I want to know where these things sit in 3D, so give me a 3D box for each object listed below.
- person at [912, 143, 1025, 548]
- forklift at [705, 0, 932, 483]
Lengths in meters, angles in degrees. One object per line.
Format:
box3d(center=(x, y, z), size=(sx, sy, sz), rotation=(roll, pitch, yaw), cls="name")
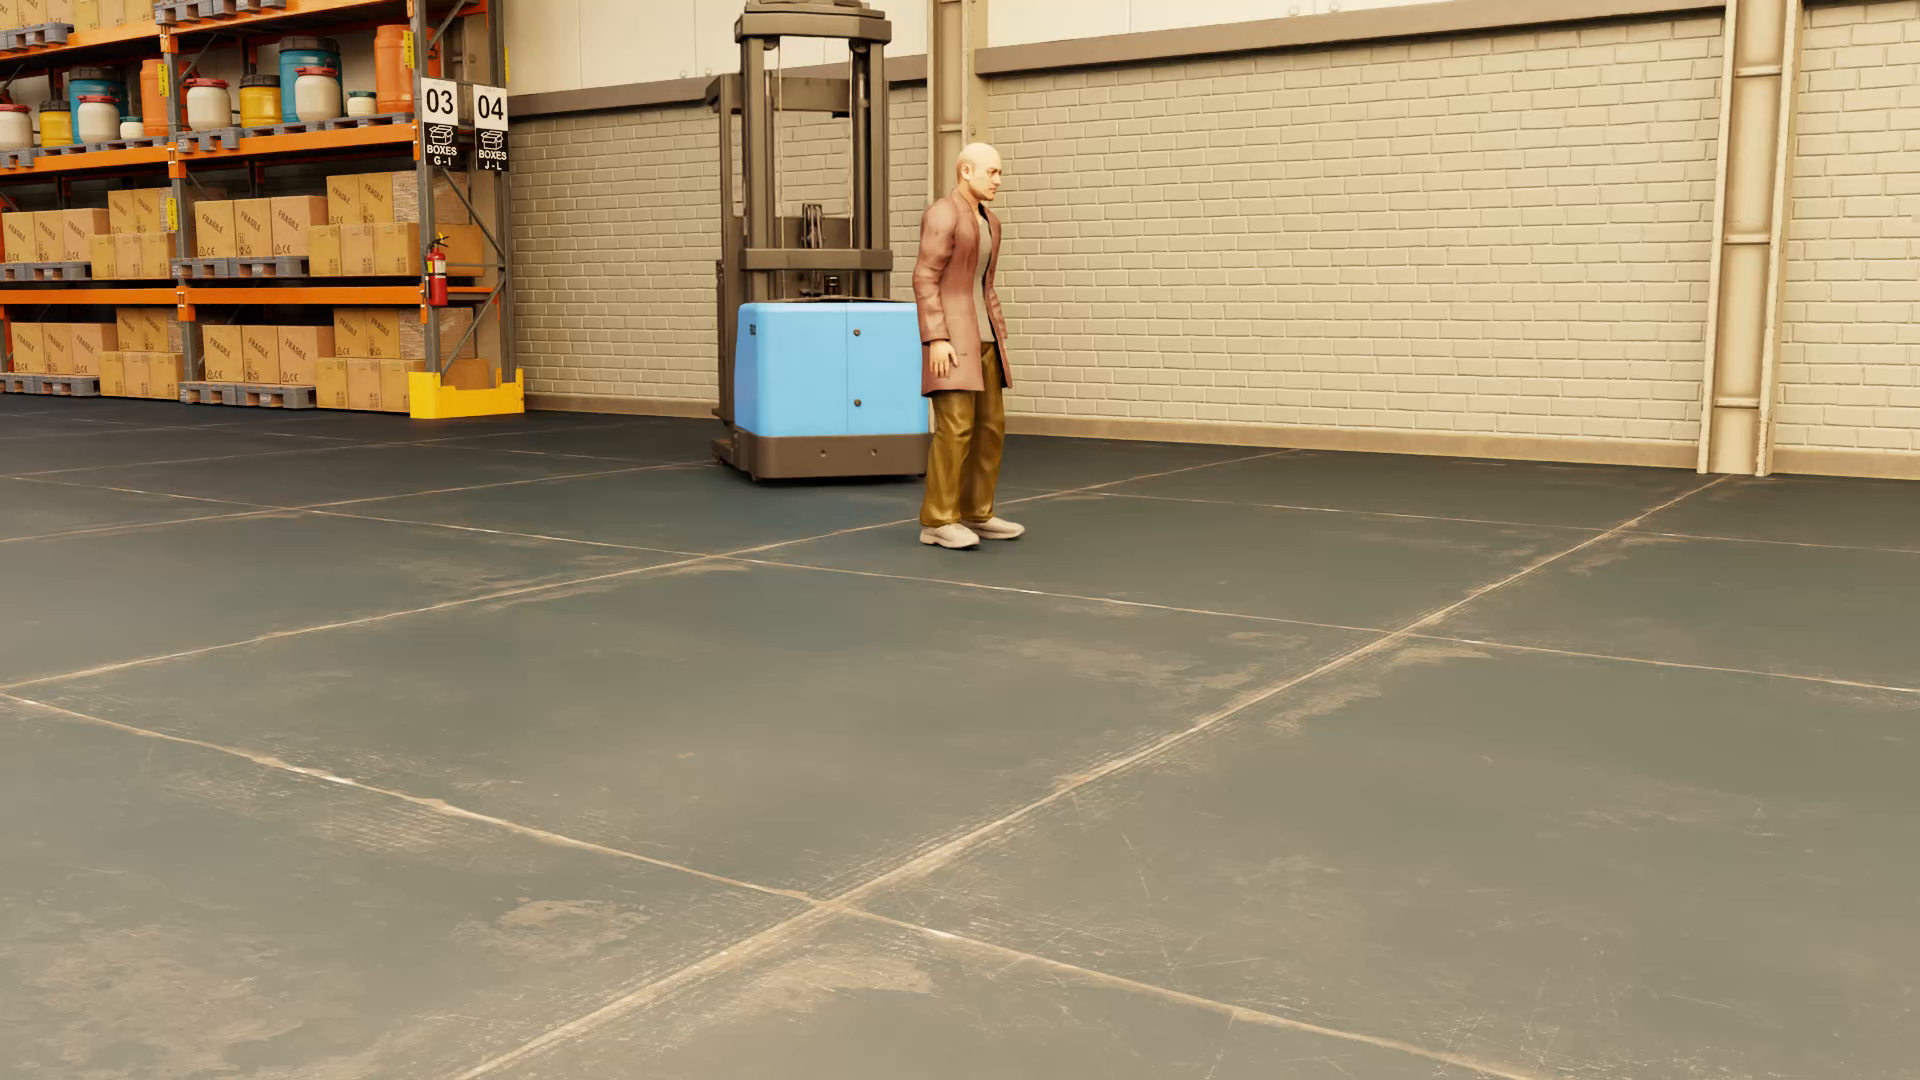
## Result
box3d(center=(0.032, -0.877, 7.469), size=(0.431, 1.773, 0.644), rotation=(5, 10, 32), cls="person")
box3d(center=(-1.060, -1.958, 10.963), size=(1.130, 2.935, 3.031), rotation=(-2, 8, -16), cls="forklift")
